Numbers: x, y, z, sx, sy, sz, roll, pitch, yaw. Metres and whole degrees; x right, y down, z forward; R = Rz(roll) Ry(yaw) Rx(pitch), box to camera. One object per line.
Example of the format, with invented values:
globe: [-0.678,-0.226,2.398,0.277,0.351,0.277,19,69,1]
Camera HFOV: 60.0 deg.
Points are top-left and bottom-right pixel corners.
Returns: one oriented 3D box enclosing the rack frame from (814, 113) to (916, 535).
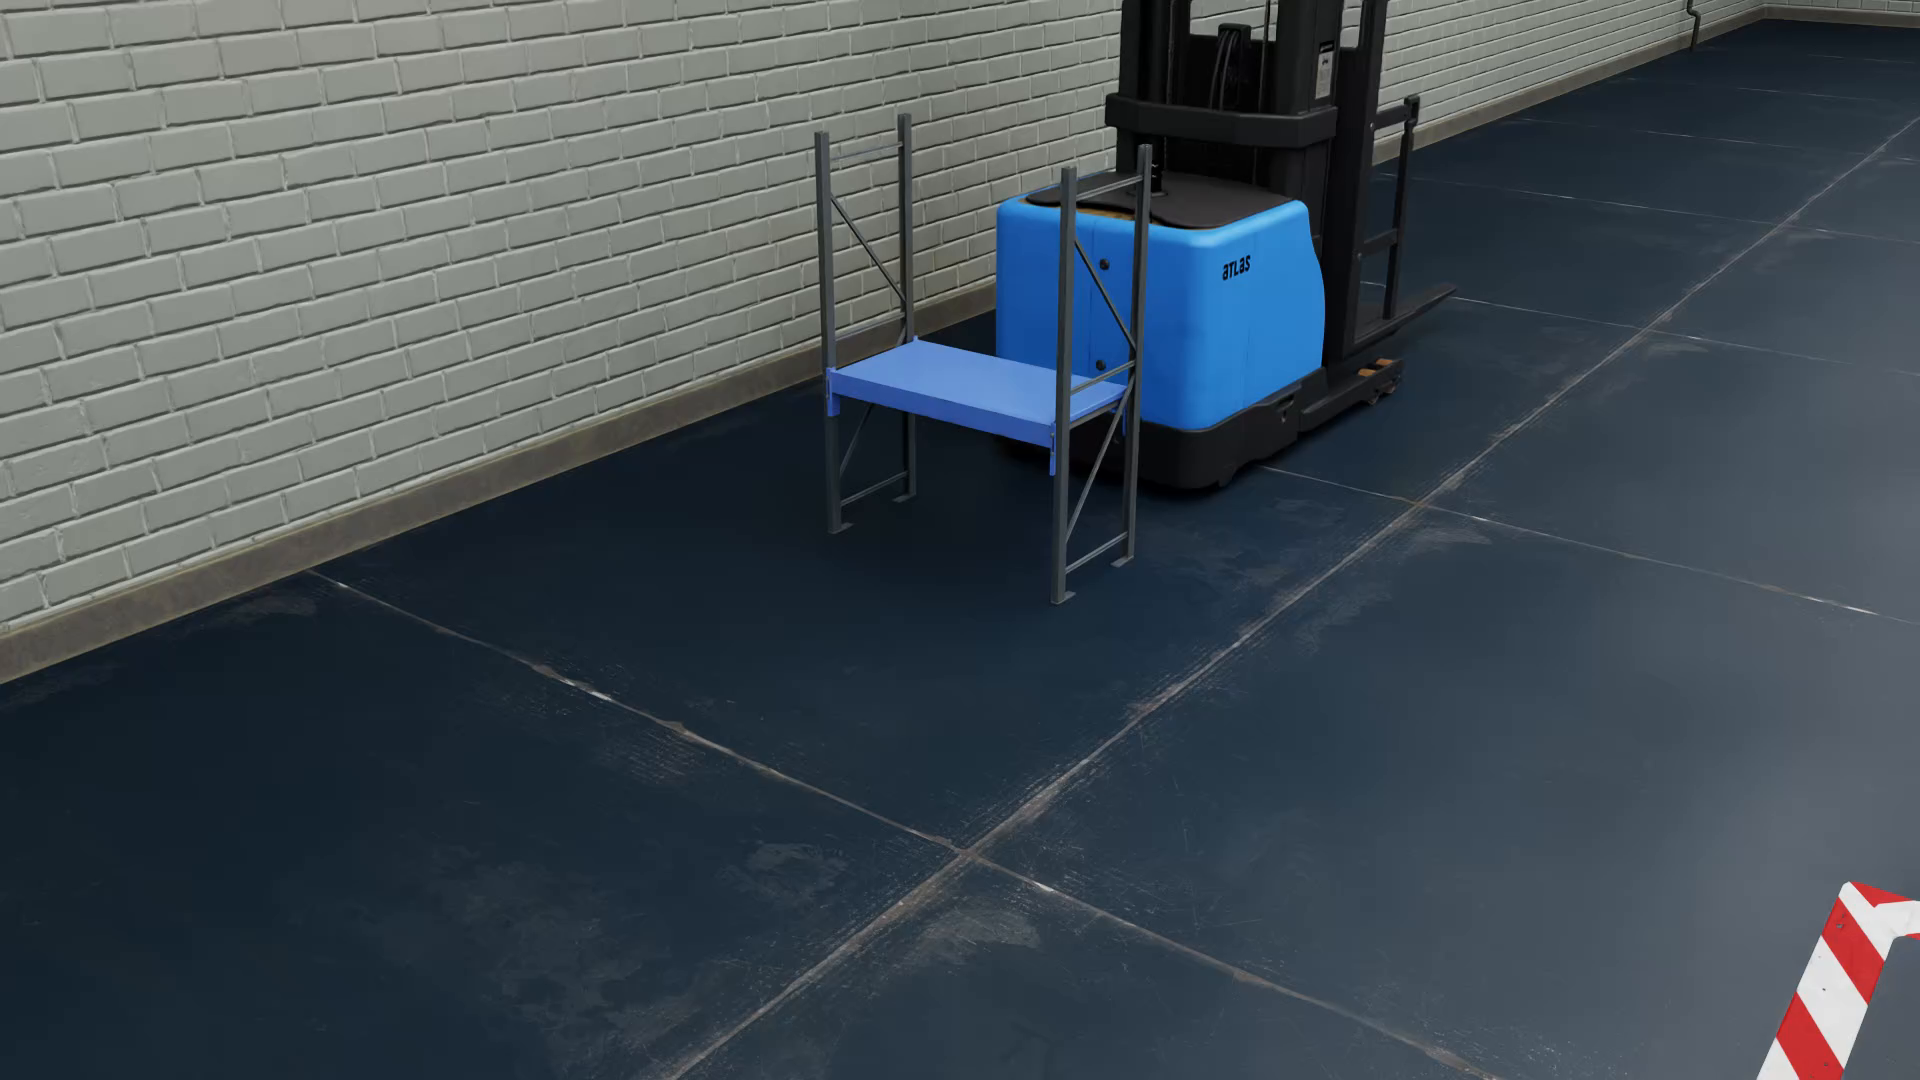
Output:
rack frame: [-0.339,-0.789,6.180,0.032,1.500,0.500,17,29,33]

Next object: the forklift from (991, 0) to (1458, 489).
forklift: [1.427,-2.072,7.317,1.130,2.935,3.031,17,29,34]

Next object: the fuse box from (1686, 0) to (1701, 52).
fuse box: [8.292,-6.288,18.400,0.414,1.711,0.539,17,29,33]

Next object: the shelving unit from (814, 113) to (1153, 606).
shelving unit: [0.068,-0.666,5.901,1.048,1.500,0.538,17,29,33]

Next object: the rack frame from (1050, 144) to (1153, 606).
rack frame: [0.475,-0.543,5.622,0.032,1.500,0.500,17,29,33]

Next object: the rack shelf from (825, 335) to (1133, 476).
rack shelf: [0.068,-0.501,5.973,1.000,0.185,0.538,17,29,33]
